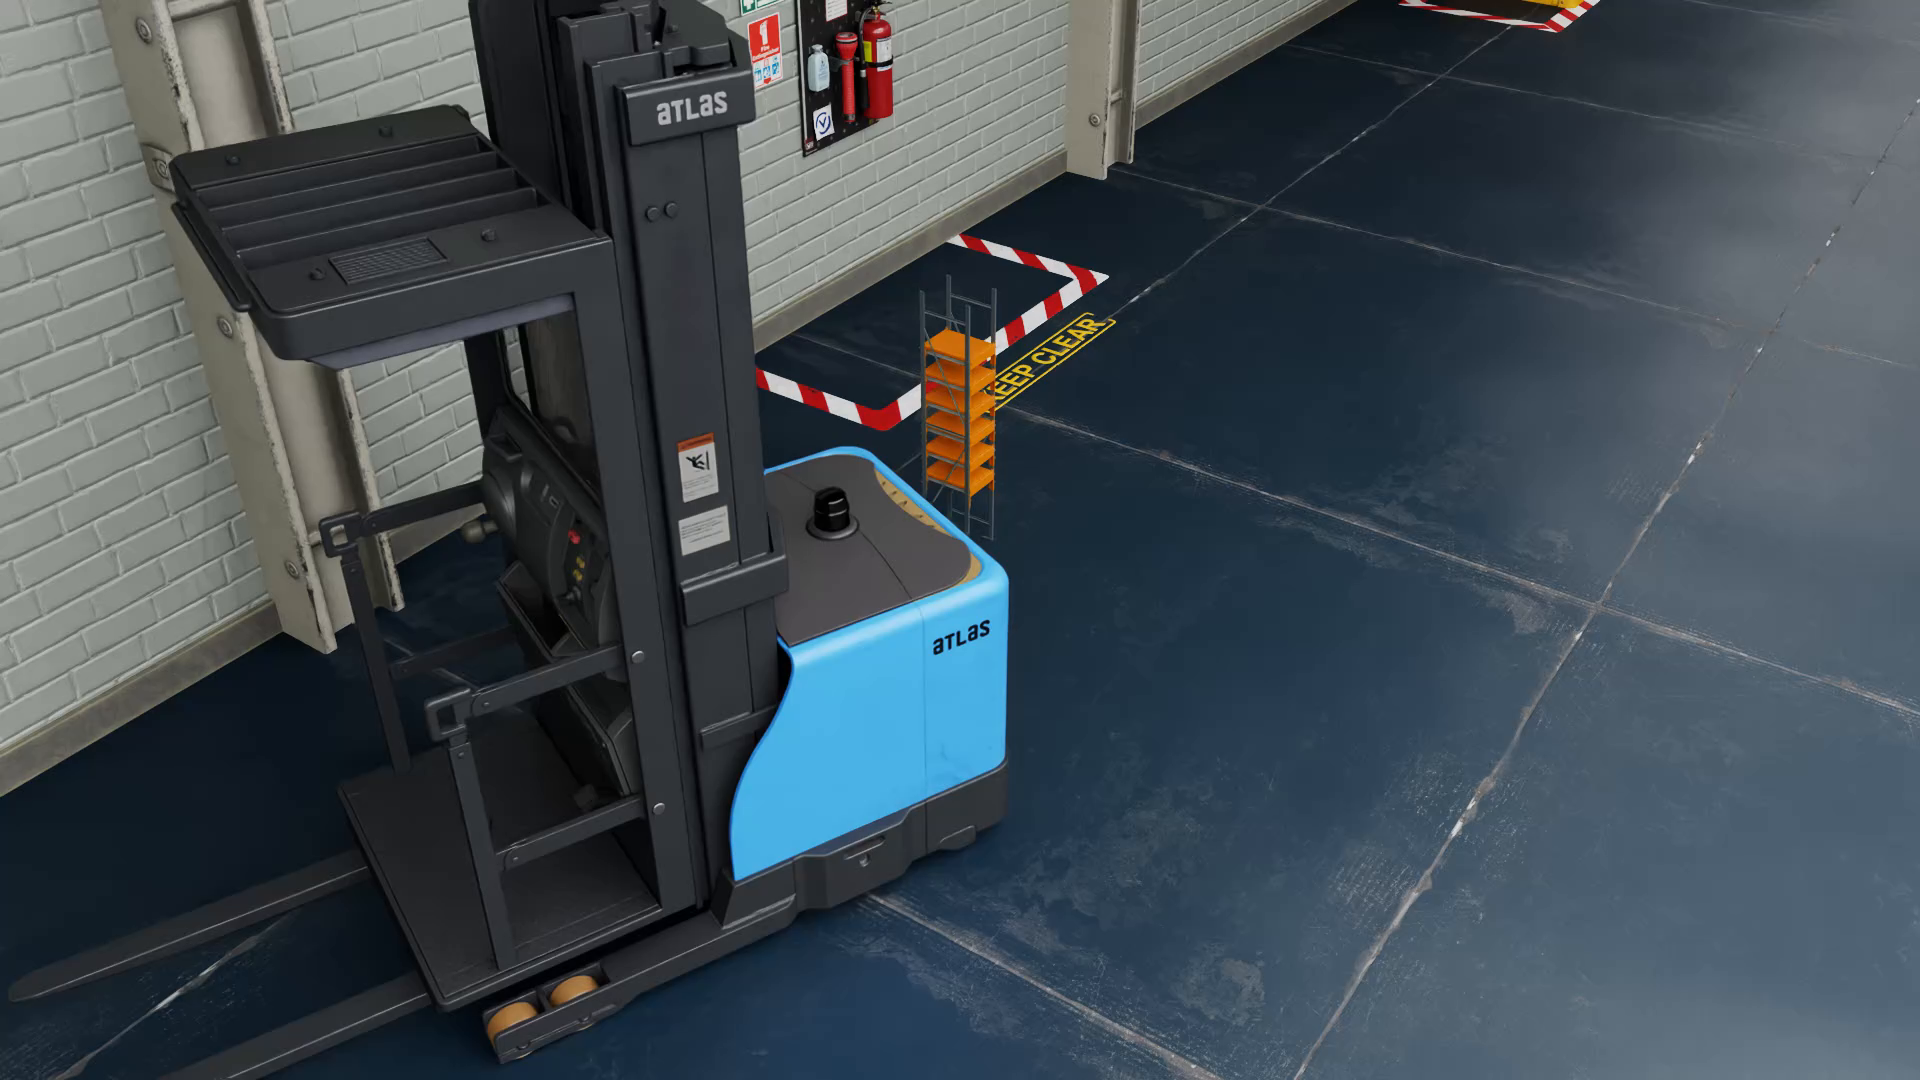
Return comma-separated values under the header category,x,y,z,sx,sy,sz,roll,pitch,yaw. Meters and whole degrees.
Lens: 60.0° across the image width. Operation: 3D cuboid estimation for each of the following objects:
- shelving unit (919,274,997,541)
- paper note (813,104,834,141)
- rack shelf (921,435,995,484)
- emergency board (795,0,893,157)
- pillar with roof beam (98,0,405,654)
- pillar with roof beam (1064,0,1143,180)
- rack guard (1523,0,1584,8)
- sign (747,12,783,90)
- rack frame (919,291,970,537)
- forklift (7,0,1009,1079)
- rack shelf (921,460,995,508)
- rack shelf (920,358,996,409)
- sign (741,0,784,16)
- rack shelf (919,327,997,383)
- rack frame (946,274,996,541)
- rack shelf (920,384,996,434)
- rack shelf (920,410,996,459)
category,x,y,z,sx,sy,sz,roll,pitch,yaw
shelving unit,-0.008,-0.490,6.904,0.258,1.200,0.189,21,39,28
paper note,-0.697,-2.141,8.525,0.016,0.148,0.142,21,39,28
rack shelf,-0.008,-0.354,6.996,0.258,0.103,0.180,21,39,28
emergency board,-0.539,-2.565,8.366,0.194,1.169,0.643,21,39,28
pillar with roof beam,1.017,-2.039,2.233,9.100,9.000,0.400,21,39,28
pillar with roof beam,4.438,-4.801,6.316,9.100,9.000,0.400,21,39,28
rack guard,4.677,-4.853,13.980,1.175,0.500,0.348,21,39,28
sign,-0.939,-2.359,8.028,0.001,0.329,0.234,21,39,28
rack frame,-0.060,-0.448,6.842,0.240,1.200,0.006,21,39,28
forklift,-1.351,-0.006,4.643,3.031,2.935,1.130,-20,39,-26
rack shelf,-0.008,-0.255,7.063,0.258,0.103,0.180,21,39,28
rack shelf,-0.008,-0.652,6.794,0.258,0.103,0.180,21,39,28
sign,-0.929,-2.577,7.879,0.001,0.109,0.331,21,39,28
rack shelf,-0.008,-0.752,6.727,0.258,0.103,0.180,21,39,28
rack frame,0.044,-0.532,6.966,0.240,1.200,0.006,21,39,28
rack shelf,-0.008,-0.553,6.862,0.258,0.103,0.180,21,39,28
rack shelf,-0.008,-0.454,6.929,0.258,0.103,0.180,21,39,28
